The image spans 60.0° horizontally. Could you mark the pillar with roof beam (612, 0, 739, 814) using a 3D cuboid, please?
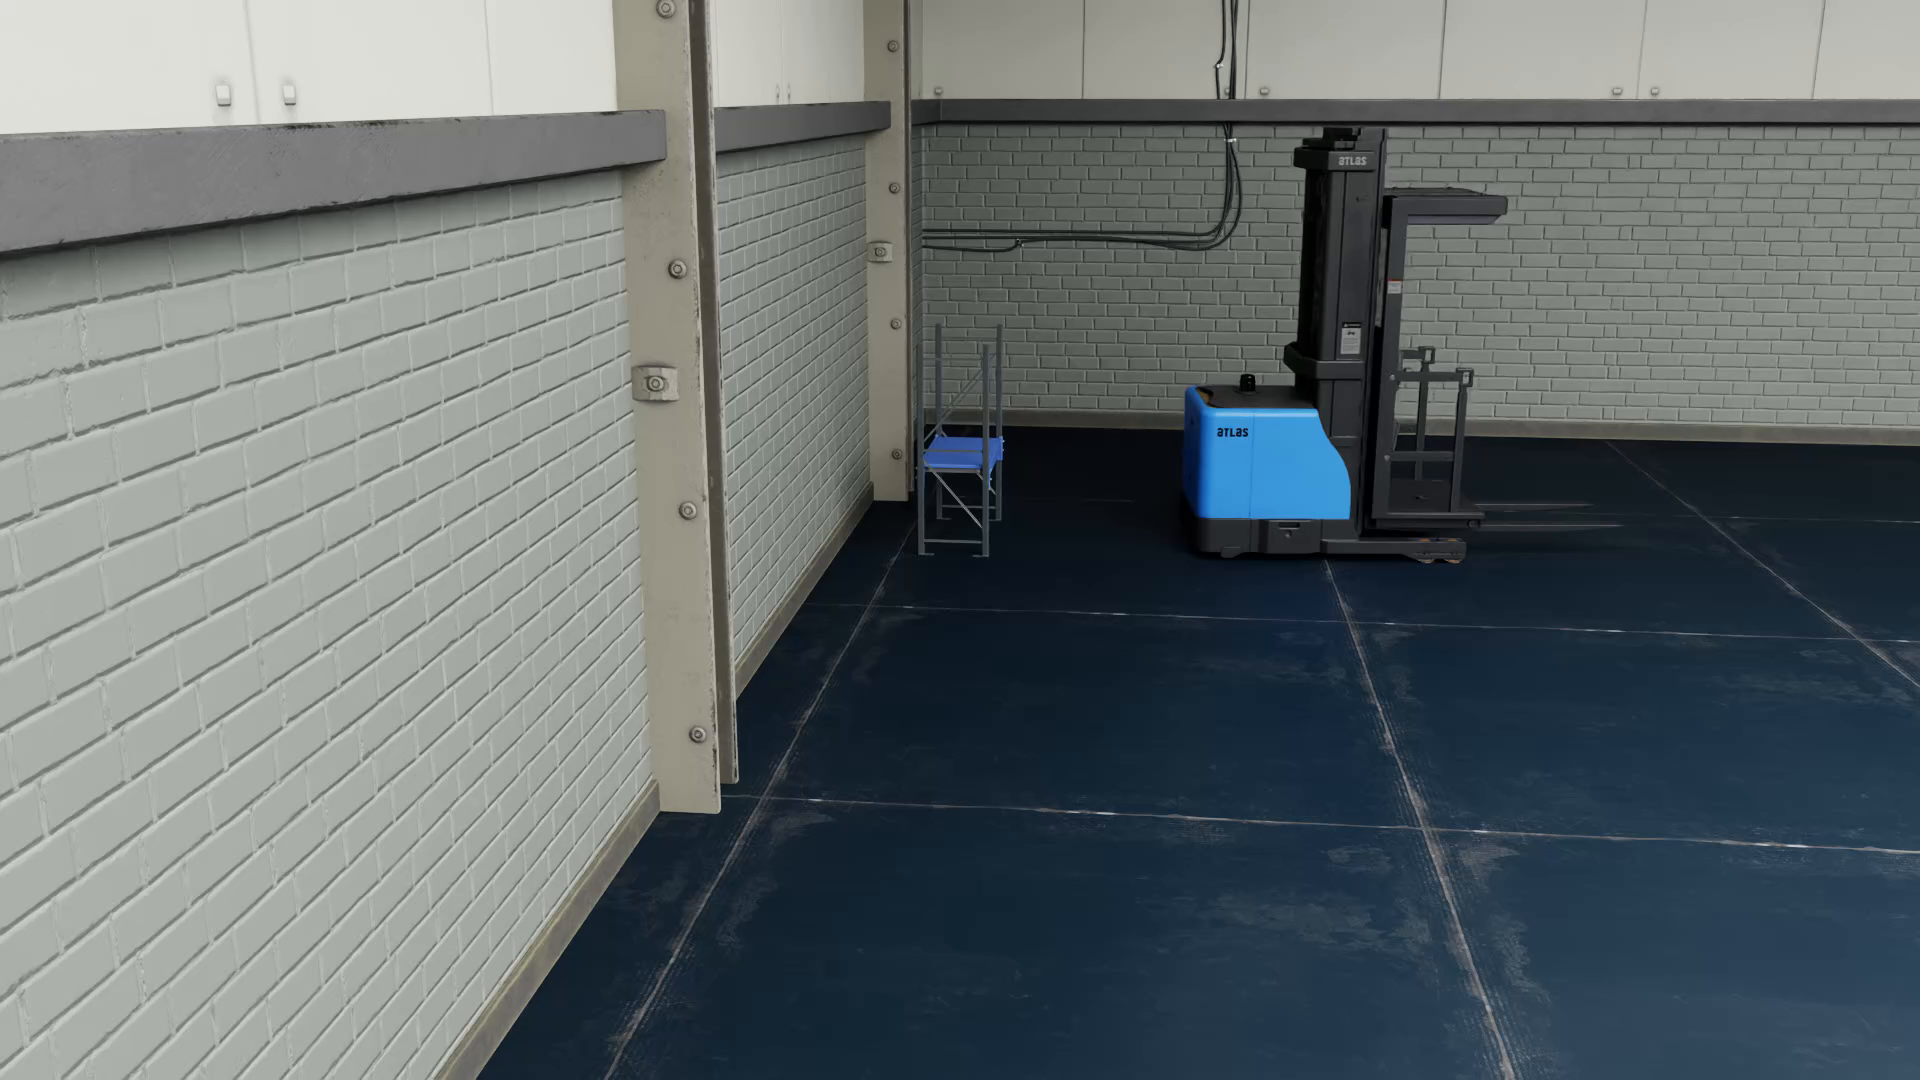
[{"bbox_3d":[3.047,-3.029,6.124,9.100,9.000,0.400,2,15,6],"label":"pillar with roof beam"}]

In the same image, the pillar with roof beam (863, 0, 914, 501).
[{"bbox_3d":[3.724,-4.585,11.879,9.100,9.000,0.400,2,15,6],"label":"pillar with roof beam"}]

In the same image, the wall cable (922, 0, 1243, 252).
[{"bbox_3d":[1.093,-3.938,15.435,3.097,2.526,0.112,2,15,6],"label":"wall cable"}]

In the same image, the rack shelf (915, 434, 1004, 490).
[{"bbox_3d":[0.010,-0.572,12.095,0.538,0.185,1.000,2,15,6],"label":"rack shelf"}]

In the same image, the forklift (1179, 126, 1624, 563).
[{"bbox_3d":[3.154,-1.392,11.696,3.031,2.935,1.130,0,15,1],"label":"forklift"}]

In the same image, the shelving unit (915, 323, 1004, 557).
[{"bbox_3d":[0.010,-0.746,12.048,0.538,1.500,1.048,2,15,6],"label":"shelving unit"}]

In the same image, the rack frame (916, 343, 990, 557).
[{"bbox_3d":[-0.048,-0.614,11.561,0.500,1.500,0.032,2,15,6],"label":"rack frame"}]

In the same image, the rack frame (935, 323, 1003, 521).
[{"bbox_3d":[0.067,-0.878,12.536,0.500,1.500,0.032,2,15,6],"label":"rack frame"}]
